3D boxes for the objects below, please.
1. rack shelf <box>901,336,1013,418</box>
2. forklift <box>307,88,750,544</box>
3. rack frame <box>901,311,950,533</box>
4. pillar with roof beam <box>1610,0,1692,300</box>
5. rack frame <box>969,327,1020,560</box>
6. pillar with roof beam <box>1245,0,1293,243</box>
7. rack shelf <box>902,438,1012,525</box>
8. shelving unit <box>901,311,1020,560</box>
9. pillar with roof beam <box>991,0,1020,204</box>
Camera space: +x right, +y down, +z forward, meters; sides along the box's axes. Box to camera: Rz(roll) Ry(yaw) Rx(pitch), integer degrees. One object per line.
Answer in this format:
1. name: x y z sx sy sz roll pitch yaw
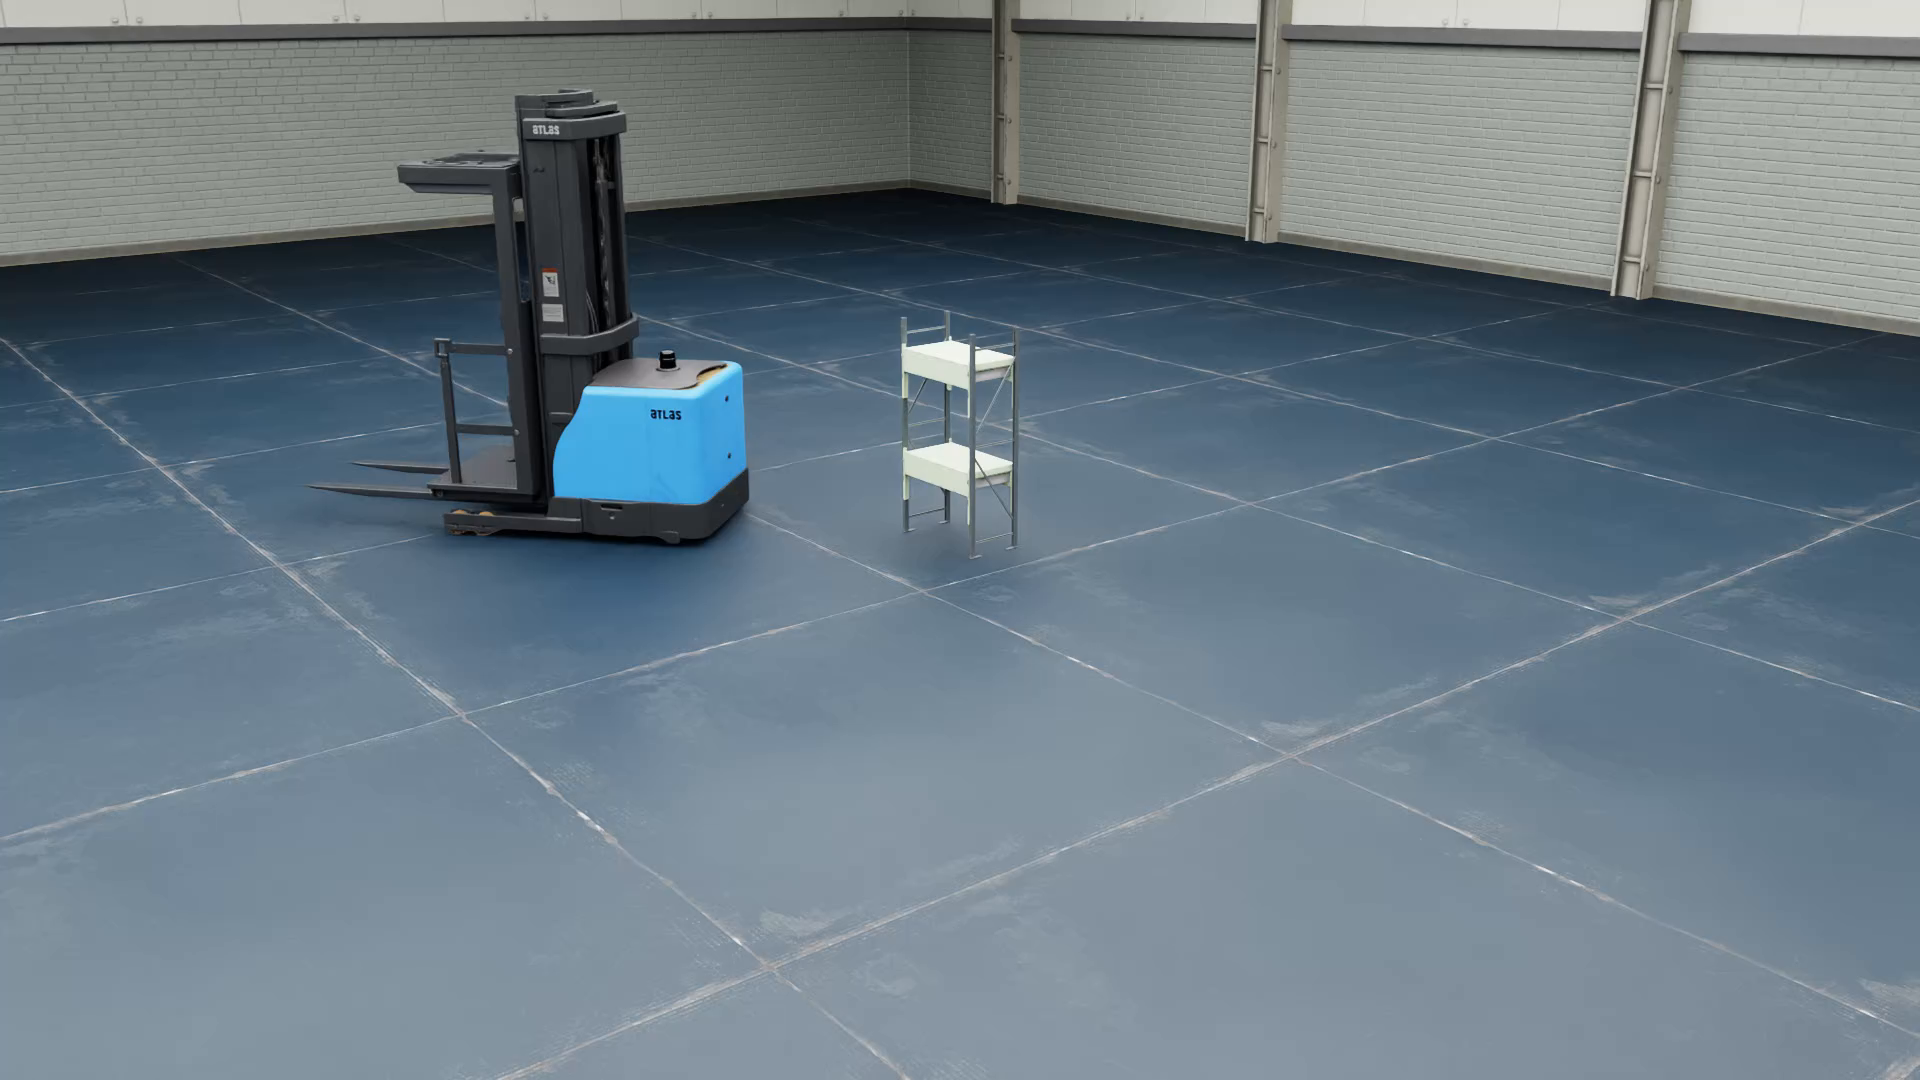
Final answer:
1. rack shelf: -0.004 -1.084 11.009 0.431 0.370 0.720 -14 23 -36
2. forklift: -3.092 -1.576 11.460 3.031 2.935 1.130 3 19 10
3. rack frame: -0.231 -0.804 11.404 0.400 1.500 0.023 -14 23 -36
4. pillar with roof beam: 4.862 -6.422 16.442 9.100 9.000 0.400 -14 23 -36
5. rack frame: 0.223 -0.623 10.859 0.400 1.500 0.023 -14 23 -36
6. pillar with roof beam: 1.137 -7.901 20.907 9.100 9.000 0.400 -14 23 -36
7. rack shelf: -0.004 -0.404 11.234 0.431 0.370 0.720 -14 23 -36
8. shelving unit: -0.004 -0.714 11.132 0.431 1.500 0.755 -14 23 -36
9. pillar with roof beam: -2.589 -9.379 25.371 9.100 9.000 0.400 -14 23 -36
